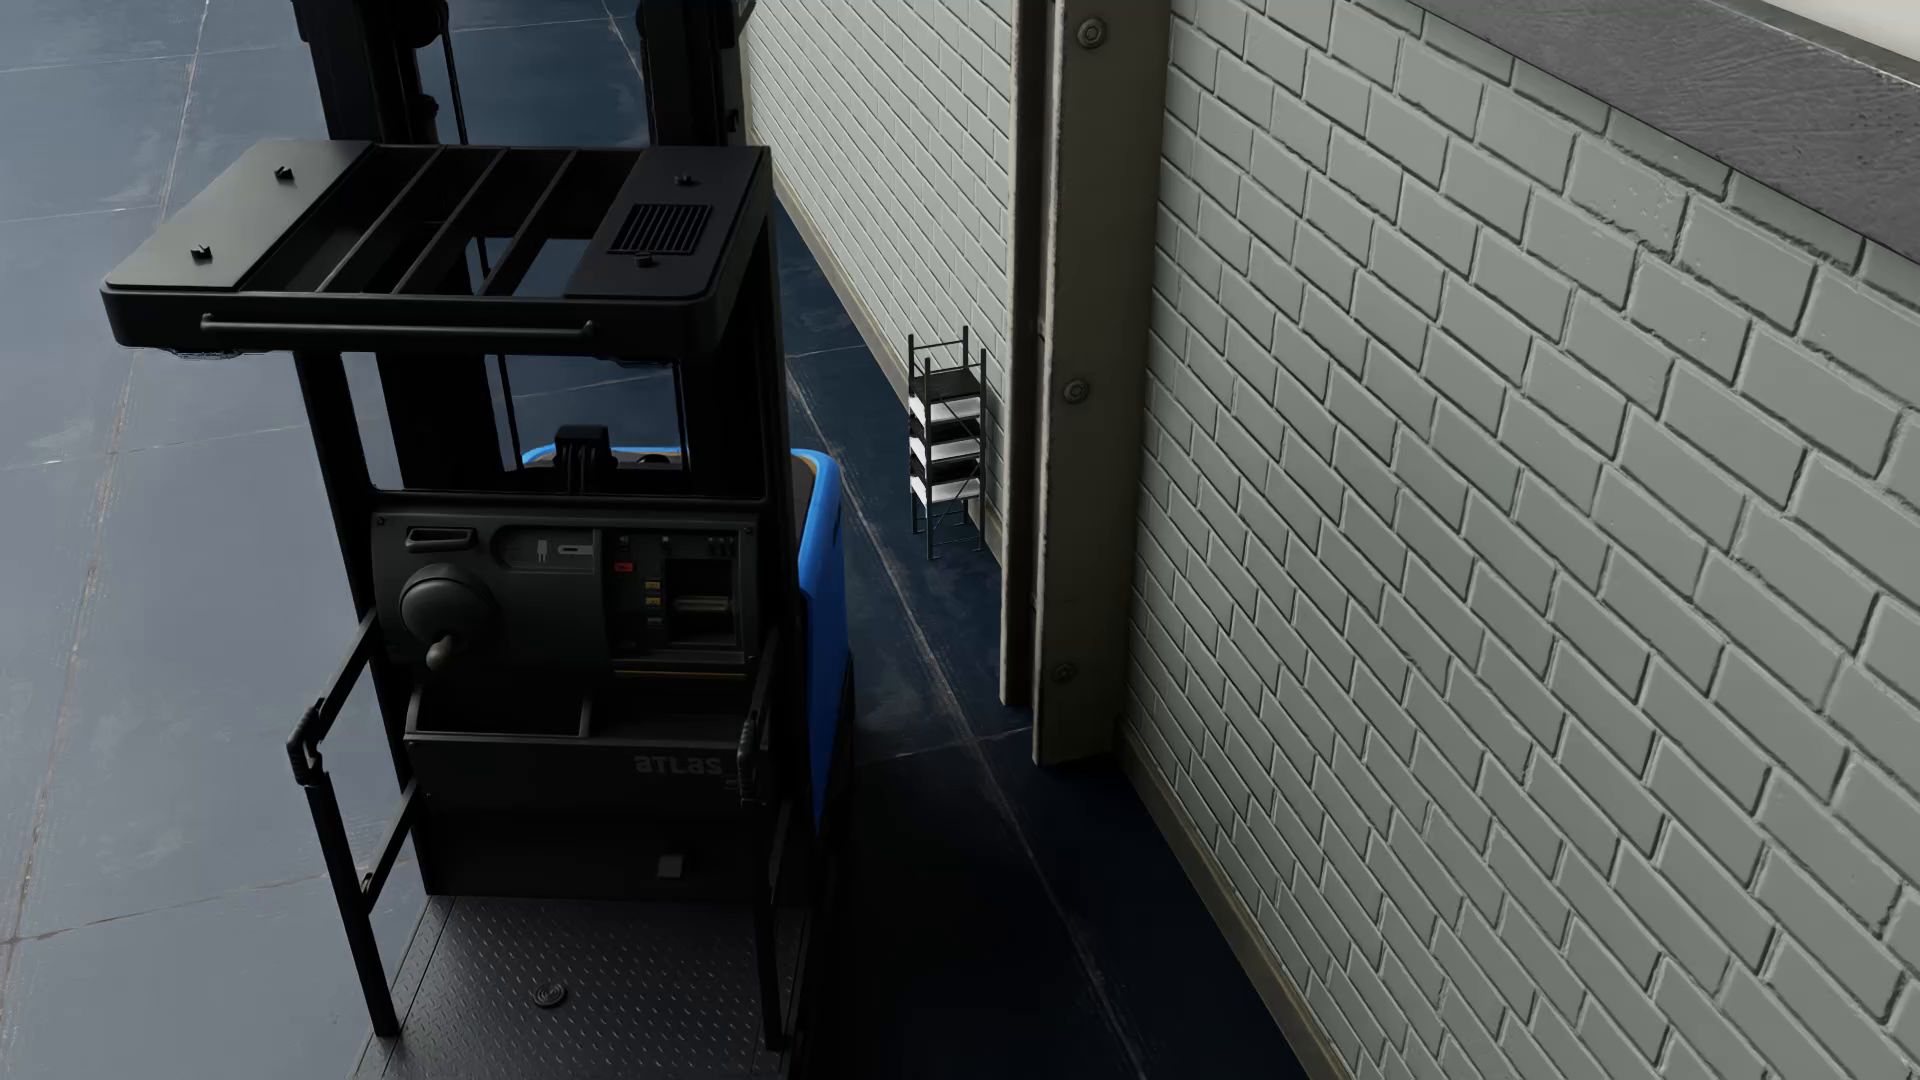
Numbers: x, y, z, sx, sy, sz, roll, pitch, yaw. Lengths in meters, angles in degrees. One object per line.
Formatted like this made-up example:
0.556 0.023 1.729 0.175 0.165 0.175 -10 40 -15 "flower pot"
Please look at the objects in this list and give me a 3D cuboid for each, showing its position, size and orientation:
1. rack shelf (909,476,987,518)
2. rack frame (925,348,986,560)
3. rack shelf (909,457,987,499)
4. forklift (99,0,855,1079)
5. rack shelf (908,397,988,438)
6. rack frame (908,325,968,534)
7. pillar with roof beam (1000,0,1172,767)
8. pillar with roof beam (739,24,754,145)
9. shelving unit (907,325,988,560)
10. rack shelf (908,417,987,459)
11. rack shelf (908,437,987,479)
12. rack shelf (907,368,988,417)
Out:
-0.049 -0.192 6.611 0.258 0.077 0.200 -11 35 -16 "rack shelf"
-0.016 -0.317 6.413 0.240 0.900 0.006 -11 35 -16 "rack frame"
-0.049 -0.267 6.561 0.258 0.077 0.200 -11 35 -16 "rack shelf"
-0.950 0.184 3.813 1.130 2.935 3.031 1 33 2 "forklift"
-0.049 -0.492 6.412 0.258 0.077 0.200 -11 35 -16 "rack shelf"
-0.082 -0.423 6.574 0.240 0.900 0.006 -11 35 -16 "rack frame"
-3.754 -2.397 2.215 9.100 9.000 0.400 -10 35 -15 "pillar with roof beam"
-5.584 -5.547 6.982 9.100 9.000 0.400 -10 35 -15 "pillar with roof beam"
-0.049 -0.370 6.493 0.258 0.900 0.210 -11 35 -16 "shelving unit"
-0.049 -0.417 6.462 0.258 0.077 0.200 -11 35 -16 "rack shelf"
-0.049 -0.342 6.512 0.258 0.077 0.200 -11 35 -16 "rack shelf"
-0.049 -0.567 6.363 0.258 0.077 0.200 -11 35 -16 "rack shelf"
